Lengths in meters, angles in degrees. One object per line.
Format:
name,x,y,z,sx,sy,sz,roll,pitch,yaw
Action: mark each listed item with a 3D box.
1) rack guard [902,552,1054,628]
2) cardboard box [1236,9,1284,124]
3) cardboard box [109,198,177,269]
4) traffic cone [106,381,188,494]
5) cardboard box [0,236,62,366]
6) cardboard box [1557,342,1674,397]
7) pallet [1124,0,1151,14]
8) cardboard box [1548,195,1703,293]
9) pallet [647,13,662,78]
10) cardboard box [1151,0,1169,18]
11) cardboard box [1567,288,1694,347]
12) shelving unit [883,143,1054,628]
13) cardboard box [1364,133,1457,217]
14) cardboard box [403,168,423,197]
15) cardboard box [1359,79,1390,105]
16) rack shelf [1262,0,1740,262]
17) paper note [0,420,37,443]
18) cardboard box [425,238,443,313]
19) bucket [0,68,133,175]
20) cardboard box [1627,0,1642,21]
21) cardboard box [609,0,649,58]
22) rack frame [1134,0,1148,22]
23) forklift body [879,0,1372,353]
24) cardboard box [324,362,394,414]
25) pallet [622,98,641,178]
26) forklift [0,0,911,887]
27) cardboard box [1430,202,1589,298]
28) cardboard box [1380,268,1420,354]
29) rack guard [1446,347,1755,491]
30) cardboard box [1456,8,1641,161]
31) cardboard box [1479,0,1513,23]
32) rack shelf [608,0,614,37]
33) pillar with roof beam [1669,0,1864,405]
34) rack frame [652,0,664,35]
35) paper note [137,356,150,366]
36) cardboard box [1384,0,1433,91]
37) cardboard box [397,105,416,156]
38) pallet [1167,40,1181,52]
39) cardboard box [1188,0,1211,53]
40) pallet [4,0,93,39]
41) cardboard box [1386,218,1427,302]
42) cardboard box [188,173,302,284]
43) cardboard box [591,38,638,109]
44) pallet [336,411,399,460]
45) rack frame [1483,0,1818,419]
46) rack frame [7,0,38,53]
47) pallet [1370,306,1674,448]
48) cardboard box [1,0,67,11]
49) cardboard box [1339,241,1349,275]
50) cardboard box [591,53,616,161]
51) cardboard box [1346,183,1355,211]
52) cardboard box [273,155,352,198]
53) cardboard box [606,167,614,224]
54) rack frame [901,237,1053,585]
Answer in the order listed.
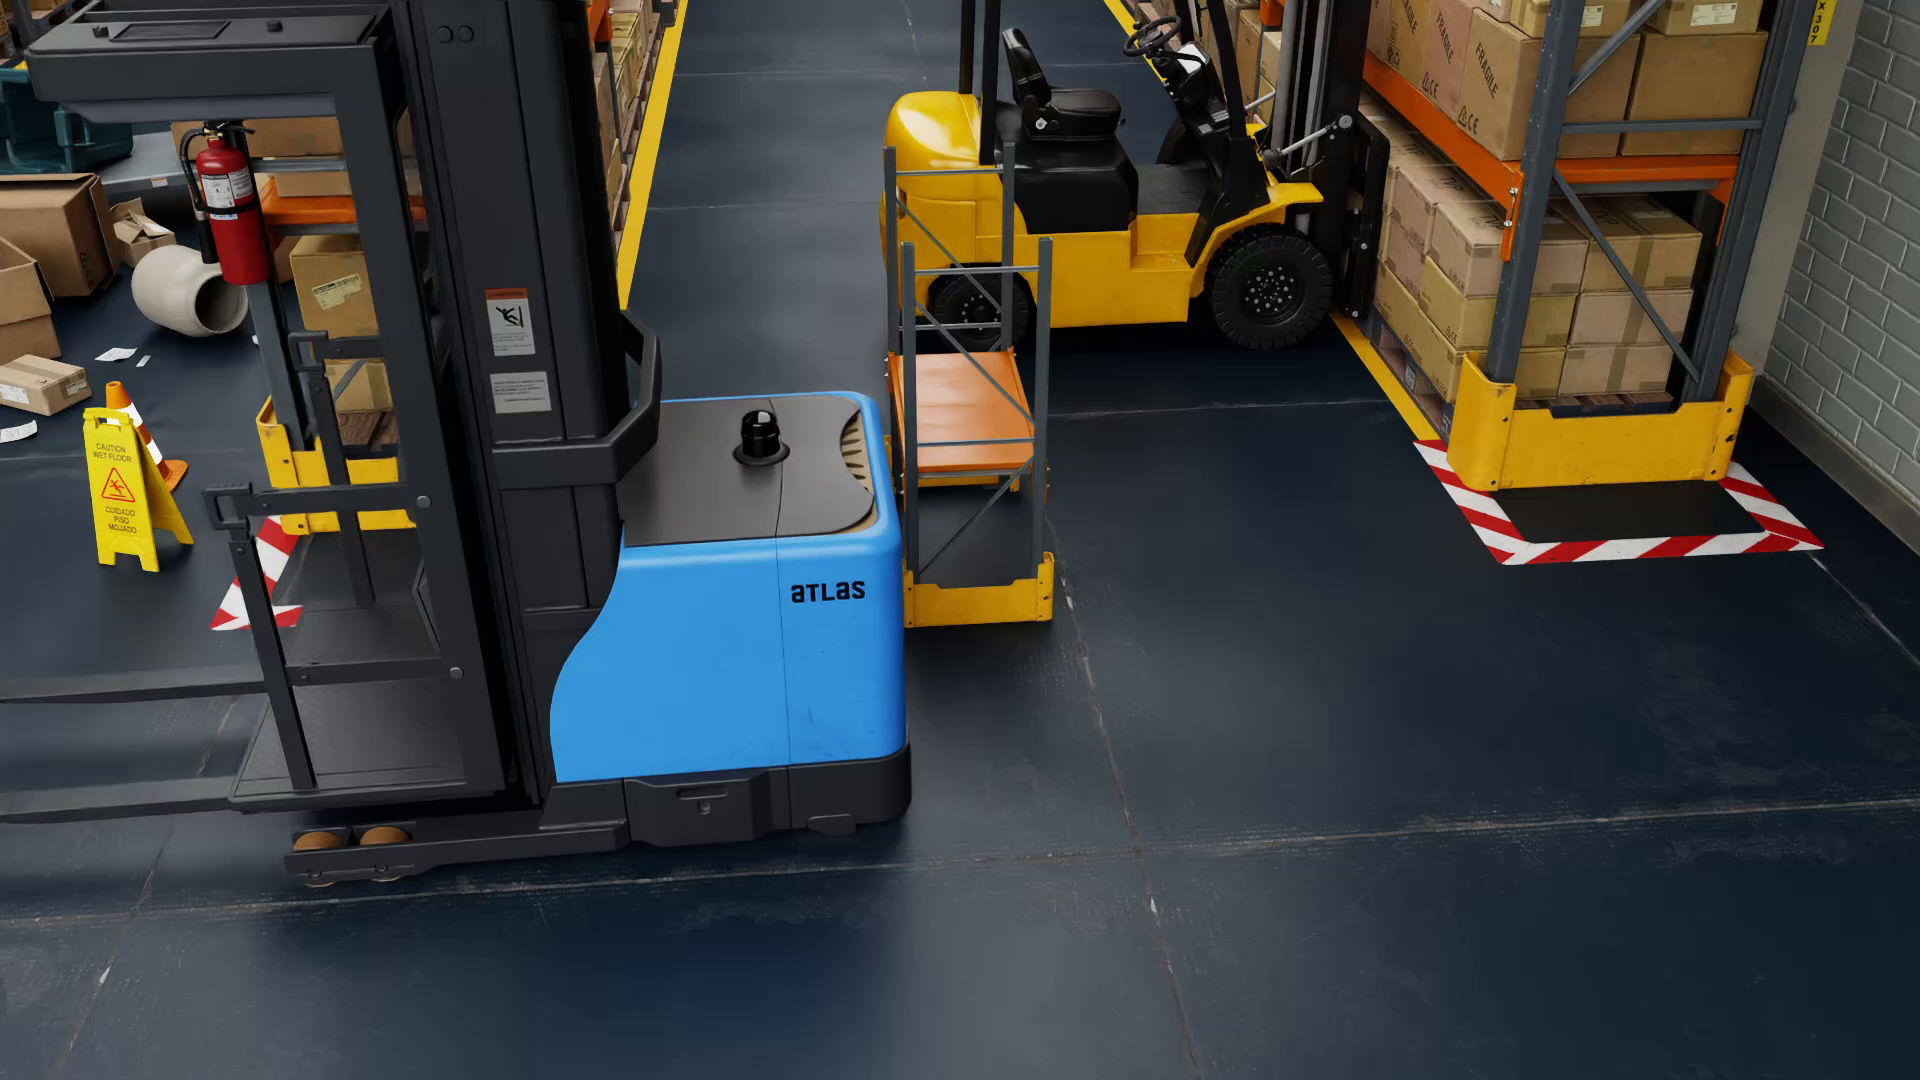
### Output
rack guard,0.054,0.186,6.195,0.587,0.250,0.087,-3,31,-5
cardboard box,2.303,-3.090,10.905,0.875,0.625,0.625,-1,31,-2
cardboard box,-4.639,-1.732,9.390,0.396,0.266,0.258,27,40,37
traffic cone,-3.529,-0.451,7.053,0.336,0.463,0.334,-3,31,-5
cardboard box,-4.889,-1.086,8.077,0.637,0.503,0.797,27,40,37
cardboard box,2.886,-0.882,7.573,0.500,0.250,0.500,-3,31,-4
pallet,1.957,-4.892,14.734,1.003,0.211,1.213,-3,31,-5
cardboard box,2.880,-1.305,7.307,0.500,0.250,0.500,-3,31,-5
pallet,-2.881,-3.870,13.023,1.003,0.211,1.213,-3,31,-5
cardboard box,2.034,-4.548,13.345,0.875,0.625,0.625,-2,31,-3
cardboard box,2.900,-1.086,7.427,0.500,0.250,0.500,-2,31,-4
shelving unit,0.007,-0.605,6.300,0.587,1.500,1.083,-3,31,-5
cardboard box,2.273,-1.788,8.116,0.500,0.250,0.500,-2,31,-4
cardboard box,-2.030,-1.457,6.510,0.380,0.149,0.250,-3,31,-4
cardboard box,2.192,-2.316,8.999,0.500,0.250,0.500,-2,31,-3
rack shelf,2.550,-2.334,8.434,1.077,0.370,4.000,-3,31,-5
paper note,-4.275,-0.495,7.548,0.148,0.019,0.142,-14,33,-22
cardboard box,-2.008,-1.141,7.275,0.500,0.500,0.500,-4,31,-6
bucket,-5.189,-2.424,9.592,0.726,0.611,0.620,8,22,13
cardboard box,2.877,-2.252,6.864,0.380,0.149,0.250,-3,31,-5
cardboard box,-2.832,-3.853,12.429,0.950,0.372,0.625,-3,31,-6
rack frame,1.989,-5.706,13.378,1.000,3.000,0.127,-3,31,-5
forklift body,0.743,-2.138,8.232,2.313,2.155,1.214,-3,31,-5
cardboard box,-2.550,-0.794,7.426,0.500,0.250,0.500,-3,31,-5
pallet,-2.653,-2.624,10.938,1.003,0.211,1.213,-3,31,-5
forklift,-1.709,-0.502,4.733,3.031,2.935,1.130,-4,31,-6
cardboard box,2.383,-1.271,7.249,0.500,0.250,0.500,-2,31,-3
cardboard box,2.341,-1.101,7.939,0.500,0.250,0.500,-3,31,-5
rack guard,2.739,-0.536,7.160,1.175,0.500,0.348,-3,31,-5
cardboard box,2.429,-1.903,6.914,0.500,0.500,0.500,-3,31,-6
cardboard box,2.372,-2.236,6.838,0.380,0.149,0.250,-2,31,-4
rack shelf,-2.765,-4.136,11.451,1.077,0.370,4.000,-3,31,-5
pillar with roof beam,-0.717,-4.390,5.323,9.100,9.000,0.400,-3,31,-5
rack frame,-2.952,-5.466,12.976,1.000,3.000,0.127,-3,31,-5
paper note,-4.036,-0.886,8.223,0.032,0.001,0.123,-3,31,-5
cardboard box,2.342,-2.430,7.796,0.500,0.500,0.500,-3,31,-6
cardboard box,-1.973,-1.808,6.464,0.500,0.500,0.500,-3,31,-5
pallet,2.138,-3.465,12.346,1.003,0.211,1.213,-3,31,-5
cardboard box,2.166,-3.871,12.211,0.875,0.625,0.625,-4,31,-7
pallet,-7.943,-4.379,13.876,1.003,0.211,1.213,-3,31,-5
cardboard box,2.344,-1.326,7.829,0.500,0.250,0.500,-3,31,-5
cardboard box,-3.833,-1.740,9.173,0.500,0.500,0.500,20,36,29
cardboard box,-2.701,-3.111,11.186,0.950,0.372,0.625,-1,31,-1
pallet,-2.253,-0.640,7.616,1.003,0.211,1.213,-3,31,-5
rack frame,2.737,-1.622,6.540,1.000,3.000,0.127,-3,31,-5
rack frame,-7.871,-5.178,12.493,1.000,3.000,0.127,-3,31,-5
pallet,2.624,-0.813,7.905,1.003,0.211,1.213,-3,31,-5
cardboard box,-7.683,-4.658,13.651,0.500,0.500,0.500,-4,31,-7
cardboard box,2.233,-1.621,8.810,0.500,0.250,0.500,-2,31,-3
cardboard box,-2.256,-2.457,9.478,0.500,0.500,0.500,-3,31,-5
cardboard box,2.232,-1.844,8.697,0.500,0.250,0.500,-3,31,-5
cardboard box,-2.453,-1.455,6.505,0.380,0.149,0.250,-2,31,-3
cardboard box,-2.196,-1.864,9.217,0.500,0.250,0.500,-4,31,-6
rack frame,0.055,-0.341,5.858,0.500,1.500,0.032,-3,31,-5
